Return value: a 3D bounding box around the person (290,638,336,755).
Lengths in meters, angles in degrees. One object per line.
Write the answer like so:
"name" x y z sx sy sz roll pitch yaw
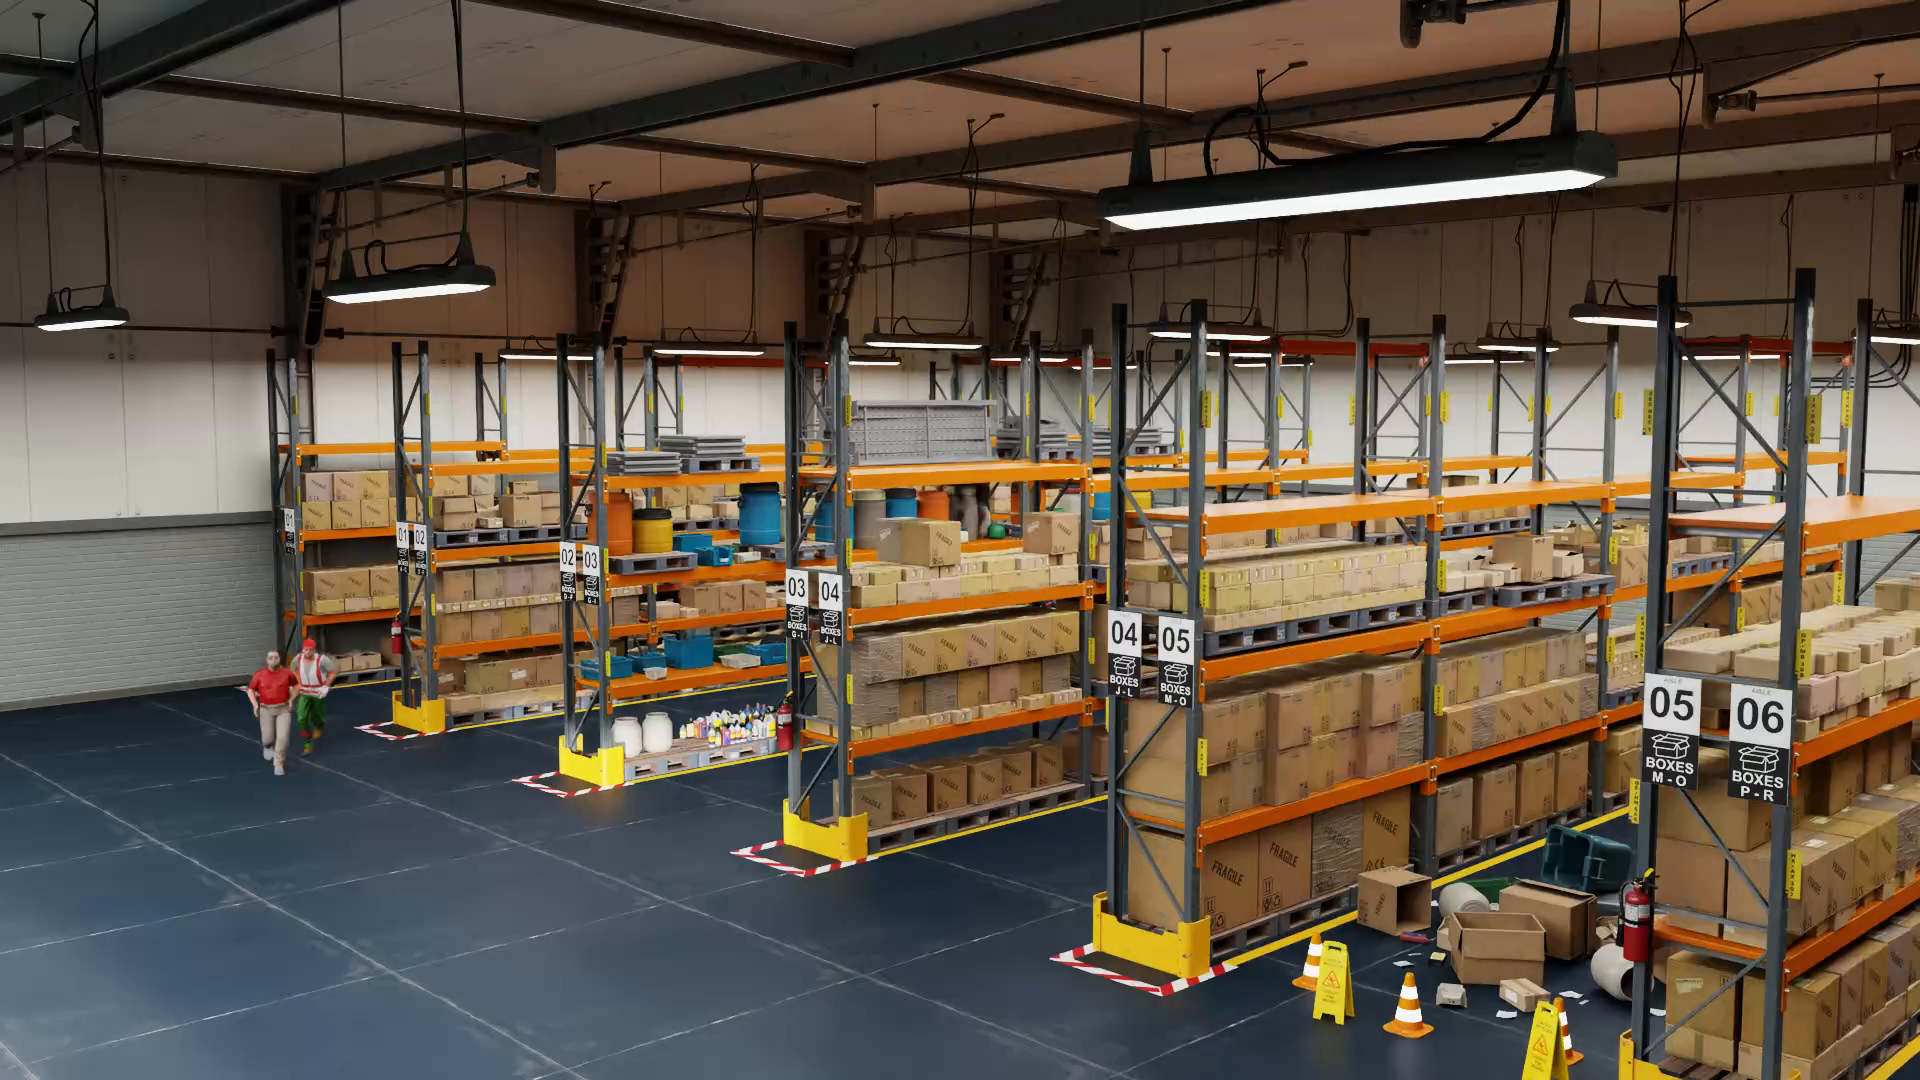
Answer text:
"person" -9.408 2.246 24.266 0.653 1.732 0.954 -1 5 -6

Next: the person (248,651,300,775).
"person" -9.426 2.356 22.891 0.669 1.690 0.644 -2 6 -26

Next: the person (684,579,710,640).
"person" -4.901 1.564 31.407 0.710 1.787 1.025 4 6 40
